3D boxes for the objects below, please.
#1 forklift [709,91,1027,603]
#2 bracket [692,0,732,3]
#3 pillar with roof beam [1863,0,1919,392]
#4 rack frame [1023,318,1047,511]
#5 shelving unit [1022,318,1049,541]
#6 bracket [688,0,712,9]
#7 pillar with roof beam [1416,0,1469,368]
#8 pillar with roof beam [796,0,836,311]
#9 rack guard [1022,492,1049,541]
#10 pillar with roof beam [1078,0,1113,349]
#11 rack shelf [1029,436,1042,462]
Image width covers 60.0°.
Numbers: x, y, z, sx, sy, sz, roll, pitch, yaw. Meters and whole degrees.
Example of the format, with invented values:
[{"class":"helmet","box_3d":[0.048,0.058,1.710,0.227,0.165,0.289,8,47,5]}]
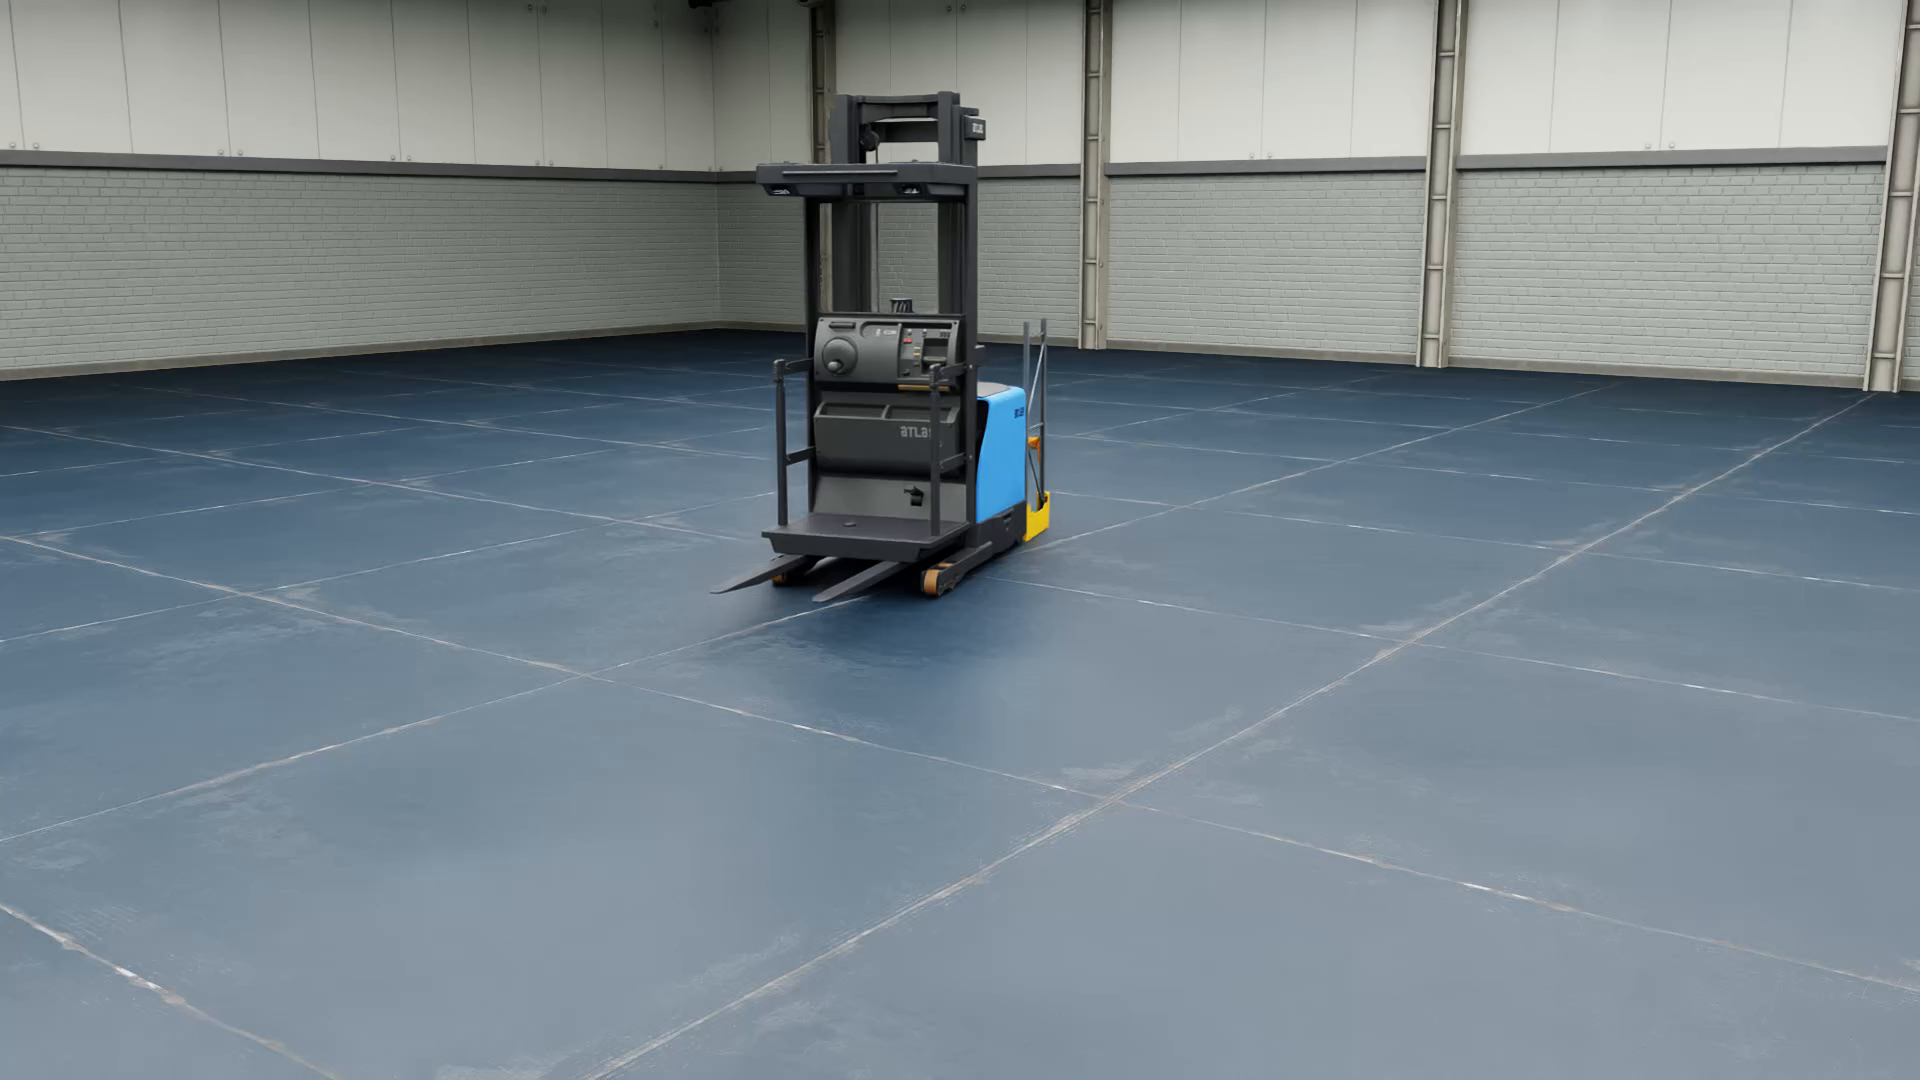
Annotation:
[{"class":"forklift","box_3d":[-0.521,-1.191,9.969,1.130,2.935,3.031,4,12,19]},{"class":"bracket","box_3d":[-4.541,-10.340,31.811,3.189,0.066,0.076,8,13,36]},{"class":"pillar with roof beam","box_3d":[9.398,-5.698,17.292,0.400,9.000,9.100,8,13,36]},{"class":"rack frame","box_3d":[0.521,-0.785,11.639,0.032,1.500,0.500,3,11,17]},{"class":"shelving unit","box_3d":[0.046,-0.814,11.789,1.083,1.500,0.587,3,11,17]},{"class":"bracket","box_3d":[-5.017,-10.407,32.154,0.430,0.232,0.235,8,13,36]},{"class":"pillar with roof beam","box_3d":[4.562,-6.373,20.778,0.400,9.000,9.100,8,13,36]},{"class":"pillar with roof beam","box_3d":[-5.110,-7.722,27.752,0.548,9.000,9.100,8,13,36]},{"class":"rack guard","box_3d":[0.520,-0.172,11.758,0.087,0.250,0.587,3,11,17]},{"class":"pillar with roof beam","box_3d":[-0.274,-7.047,24.265,0.400,9.000,9.100,8,13,36]},{"class":"rack shelf","box_3d":[0.037,-0.638,11.826,1.000,0.185,0.538,3,11,17]}]
